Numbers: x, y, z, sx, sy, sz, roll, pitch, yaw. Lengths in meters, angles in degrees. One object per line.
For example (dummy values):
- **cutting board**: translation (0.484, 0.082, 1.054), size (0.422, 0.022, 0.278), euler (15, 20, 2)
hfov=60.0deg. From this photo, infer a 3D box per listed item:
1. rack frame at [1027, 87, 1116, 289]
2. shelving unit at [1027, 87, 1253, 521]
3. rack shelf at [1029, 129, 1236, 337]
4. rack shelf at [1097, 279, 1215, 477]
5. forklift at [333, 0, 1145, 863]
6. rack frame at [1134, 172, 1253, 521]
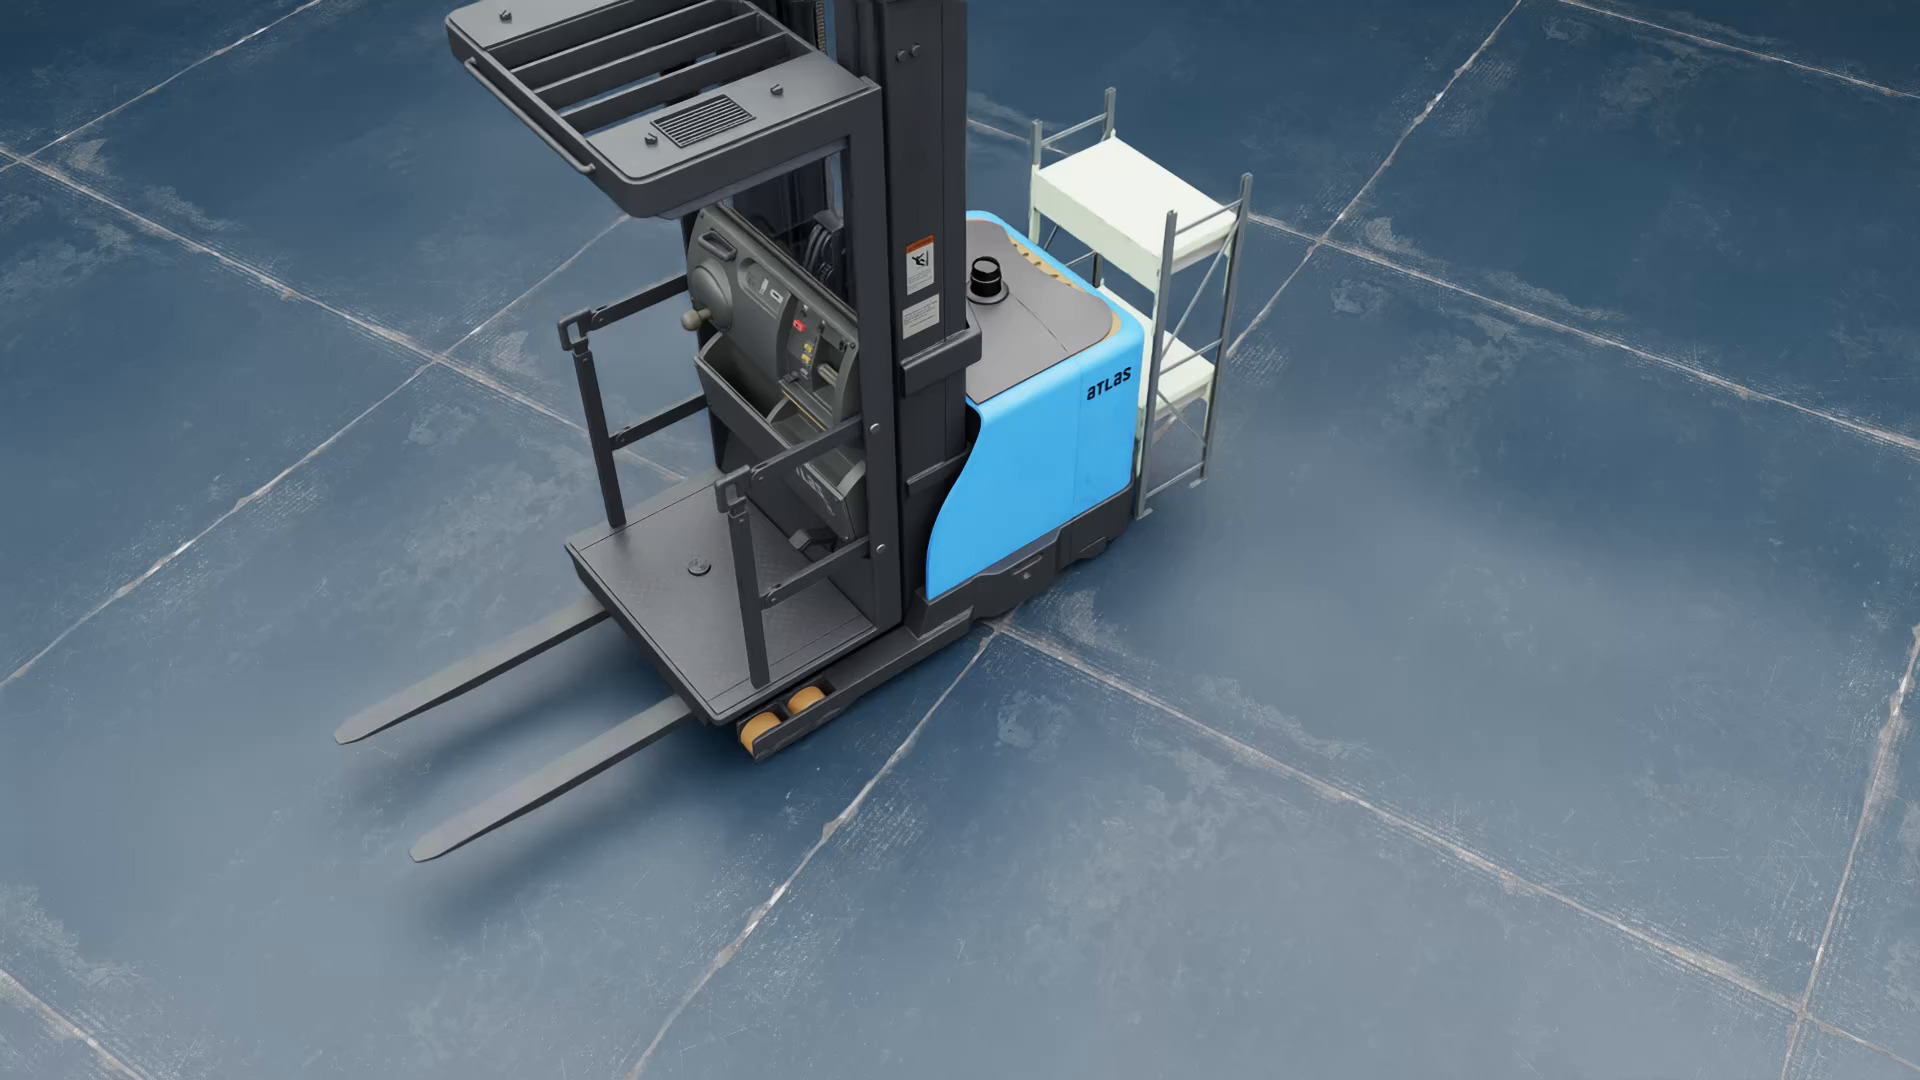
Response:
- **rack frame**: translation (0.429, -1.109, 6.781), size (0.400, 1.500, 0.023), euler (-29, 53, -25)
- **shelving unit**: translation (0.654, -0.902, 6.580), size (0.431, 1.500, 0.755), euler (-29, 53, -25)
- **rack shelf**: translation (0.654, -1.174, 6.301), size (0.431, 0.370, 0.720), euler (-29, 53, -25)
- **rack shelf**: translation (0.654, -0.675, 6.814), size (0.431, 0.370, 0.720), euler (-29, 53, -25)
- **forklift**: translation (-0.786, -0.671, 5.358), size (3.031, 2.935, 1.130), euler (-29, 53, -25)
- **rack frame**: translation (0.879, -0.695, 6.379), size (0.400, 1.500, 0.023), euler (-29, 53, -25)
